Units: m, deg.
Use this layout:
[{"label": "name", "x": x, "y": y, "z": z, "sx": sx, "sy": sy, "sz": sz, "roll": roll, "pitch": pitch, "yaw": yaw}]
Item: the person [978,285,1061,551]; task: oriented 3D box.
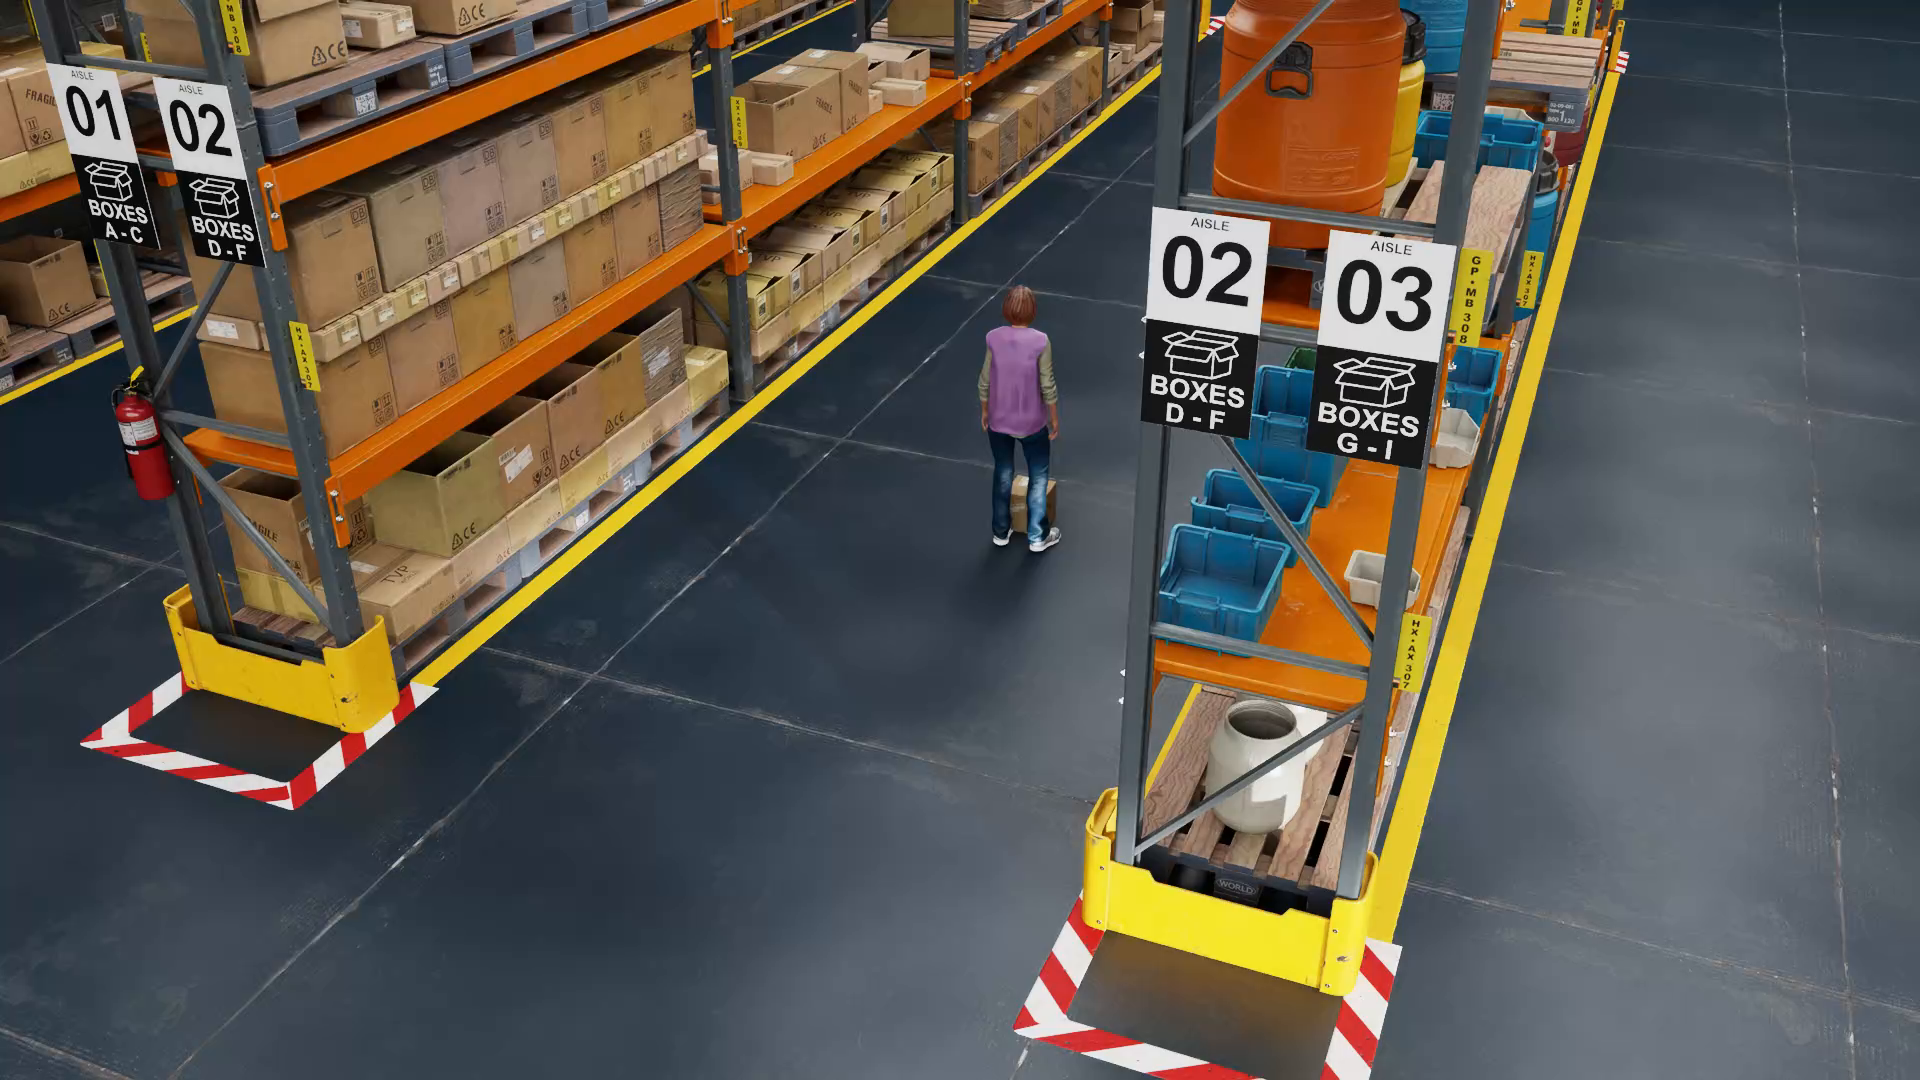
[{"label": "person", "x": 0.341, "y": -0.682, "z": 9.575, "sx": 0.484, "sy": 1.594, "sz": 0.340, "roll": 10, "pitch": 32, "yaw": 17}]
